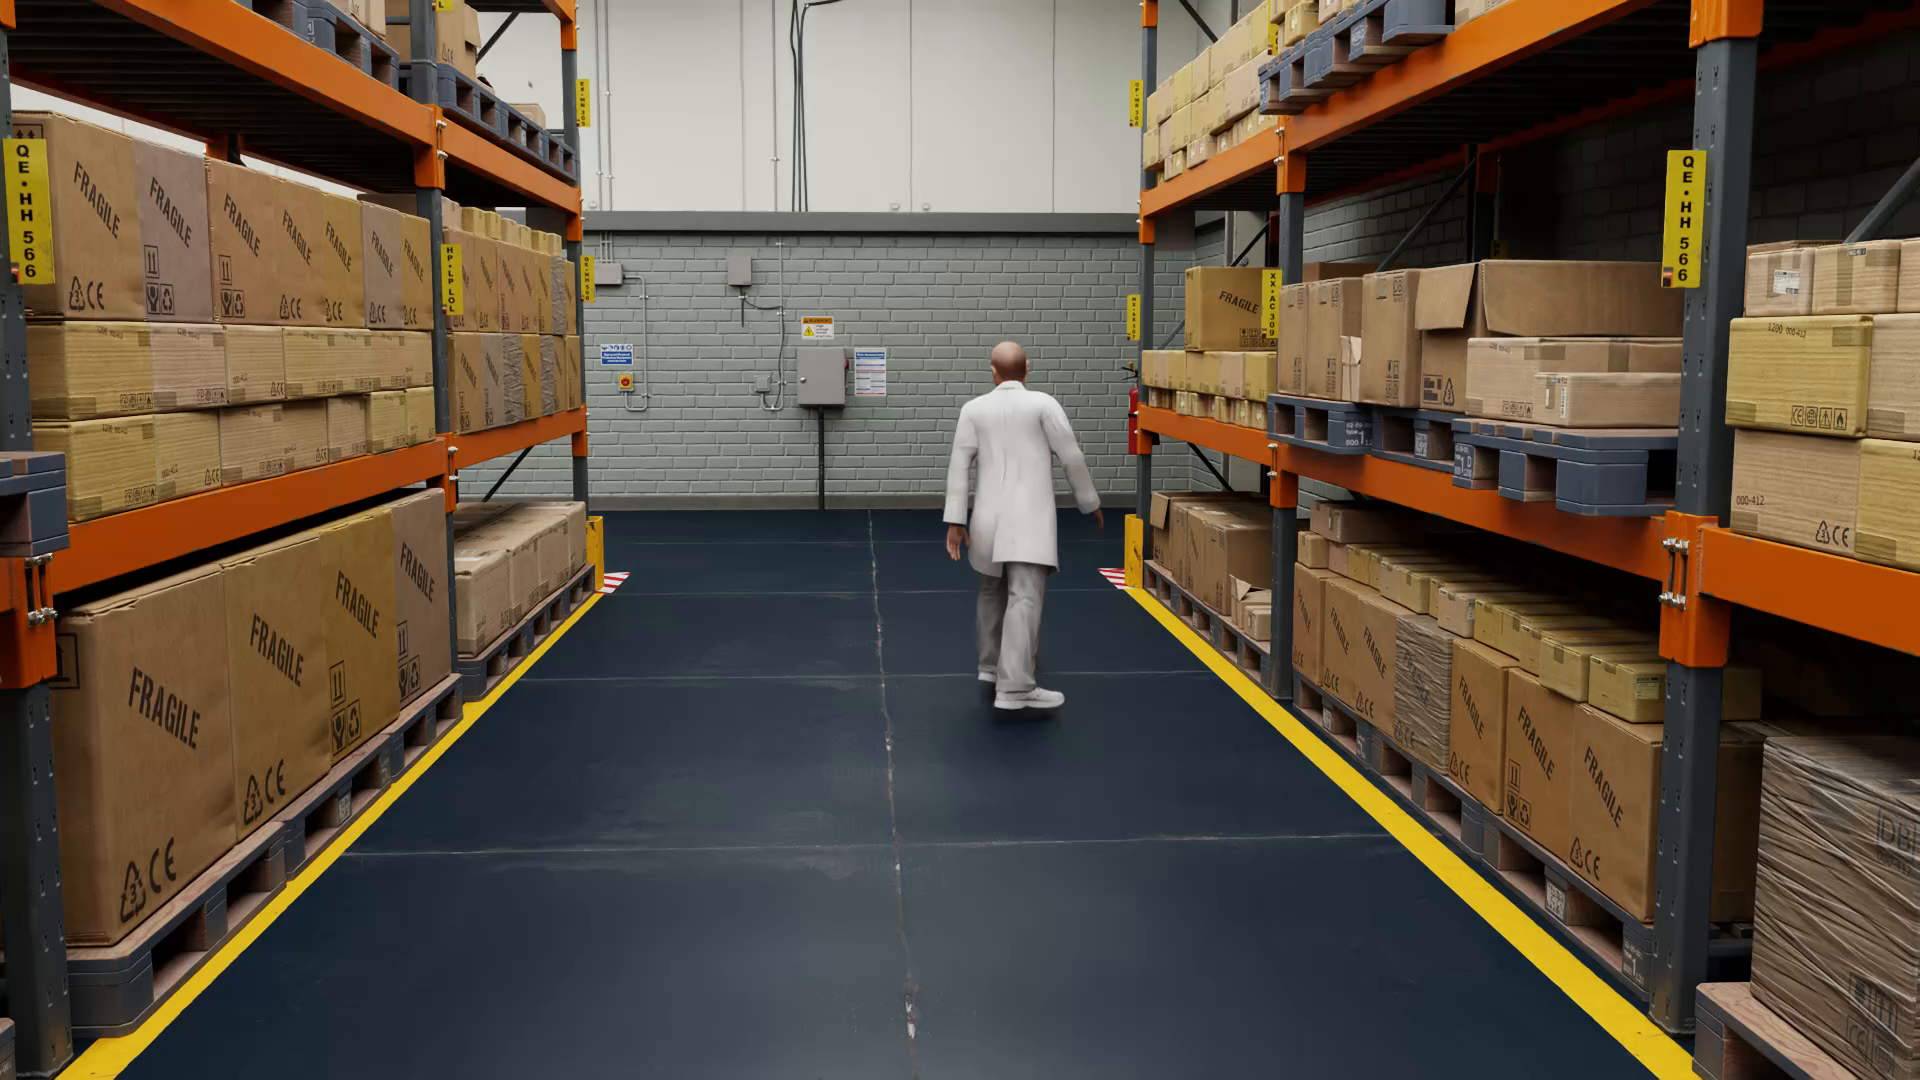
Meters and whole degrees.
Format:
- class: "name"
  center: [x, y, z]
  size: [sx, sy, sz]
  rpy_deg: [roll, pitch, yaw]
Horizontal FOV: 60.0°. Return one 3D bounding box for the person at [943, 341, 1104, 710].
- class: "person"
  center: [0.291, -0.097, 8.092]
  size: [0.681, 1.730, 0.936]
  rpy_deg: [4, 8, 31]
